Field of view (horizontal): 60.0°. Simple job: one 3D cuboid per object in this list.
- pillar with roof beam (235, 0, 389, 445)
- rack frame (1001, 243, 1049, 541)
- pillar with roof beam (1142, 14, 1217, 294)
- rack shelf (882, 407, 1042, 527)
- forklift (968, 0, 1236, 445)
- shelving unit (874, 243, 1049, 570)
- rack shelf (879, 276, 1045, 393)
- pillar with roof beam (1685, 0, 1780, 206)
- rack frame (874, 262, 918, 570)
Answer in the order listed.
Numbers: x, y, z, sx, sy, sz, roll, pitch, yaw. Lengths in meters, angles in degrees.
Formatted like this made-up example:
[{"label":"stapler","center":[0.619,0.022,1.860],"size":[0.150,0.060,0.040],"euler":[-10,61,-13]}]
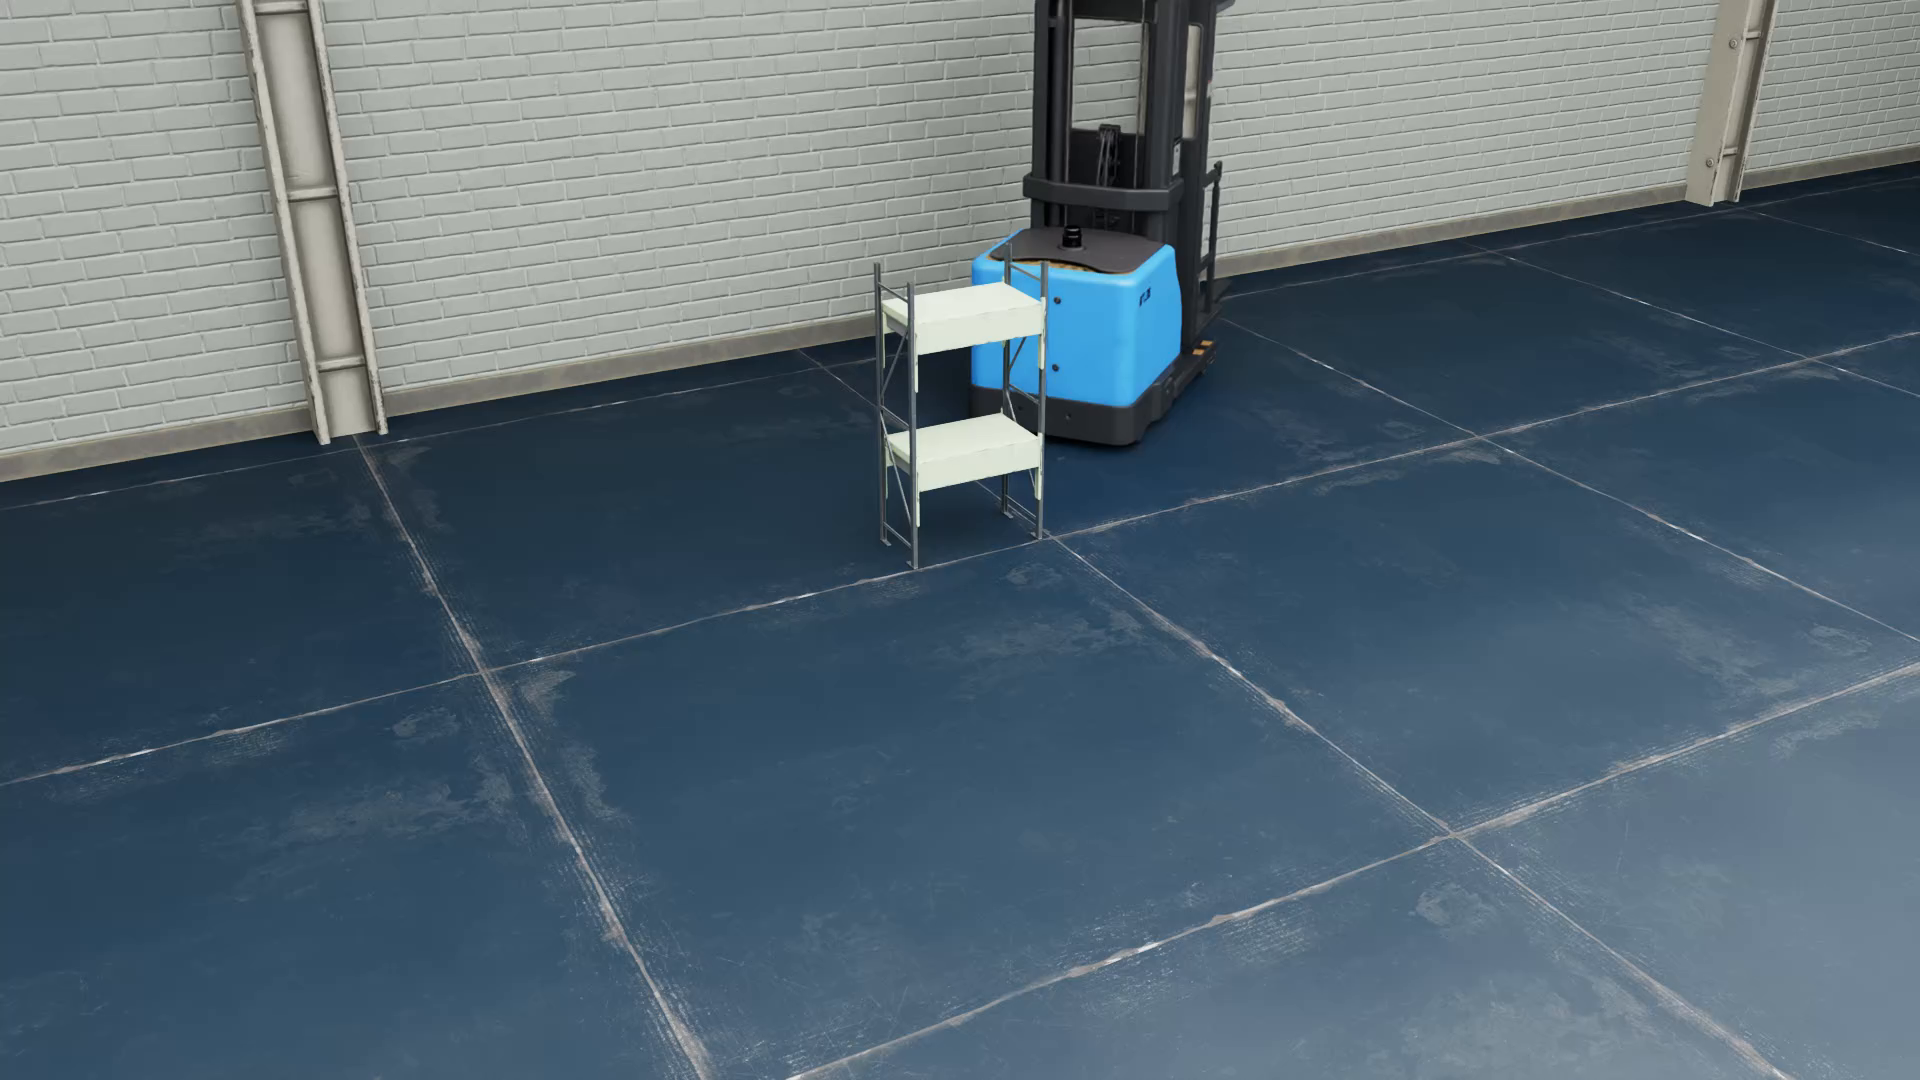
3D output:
[{"label":"pillar with roof beam","center":[-1.692,-3.080,4.769],"size":[0.400,9.000,9.100],"euler":[-13,29,-25]},{"label":"rack frame","center":[0.329,-0.752,8.583],"size":[0.023,1.500,0.400],"euler":[-13,29,-25]},{"label":"pillar with roof beam","center":[3.602,-4.302,7.314],"size":[0.400,9.000,9.100],"euler":[-13,29,-25]},{"label":"rack shelf","center":[0.006,-0.384,8.569],"size":[0.720,0.370,0.431],"euler":[-13,29,-25]},{"label":"forklift","center":[1.093,-2.487,10.543],"size":[1.130,2.935,3.031],"euler":[10,28,21]},{"label":"shelving unit","center":[0.006,-0.677,8.428],"size":[0.755,1.500,0.431],"euler":[-13,29,-25]},{"label":"rack shelf","center":[0.006,-1.029,8.259],"size":[0.720,0.370,0.431],"euler":[-13,29,-25]},{"label":"pillar with roof beam","center":[8.896,-5.524,9.859],"size":[0.400,9.000,9.100],"euler":[-13,29,-25]},{"label":"rack frame","center":[-0.317,-0.603,8.273],"size":[0.023,1.500,0.400],"euler":[-13,29,-25]}]
